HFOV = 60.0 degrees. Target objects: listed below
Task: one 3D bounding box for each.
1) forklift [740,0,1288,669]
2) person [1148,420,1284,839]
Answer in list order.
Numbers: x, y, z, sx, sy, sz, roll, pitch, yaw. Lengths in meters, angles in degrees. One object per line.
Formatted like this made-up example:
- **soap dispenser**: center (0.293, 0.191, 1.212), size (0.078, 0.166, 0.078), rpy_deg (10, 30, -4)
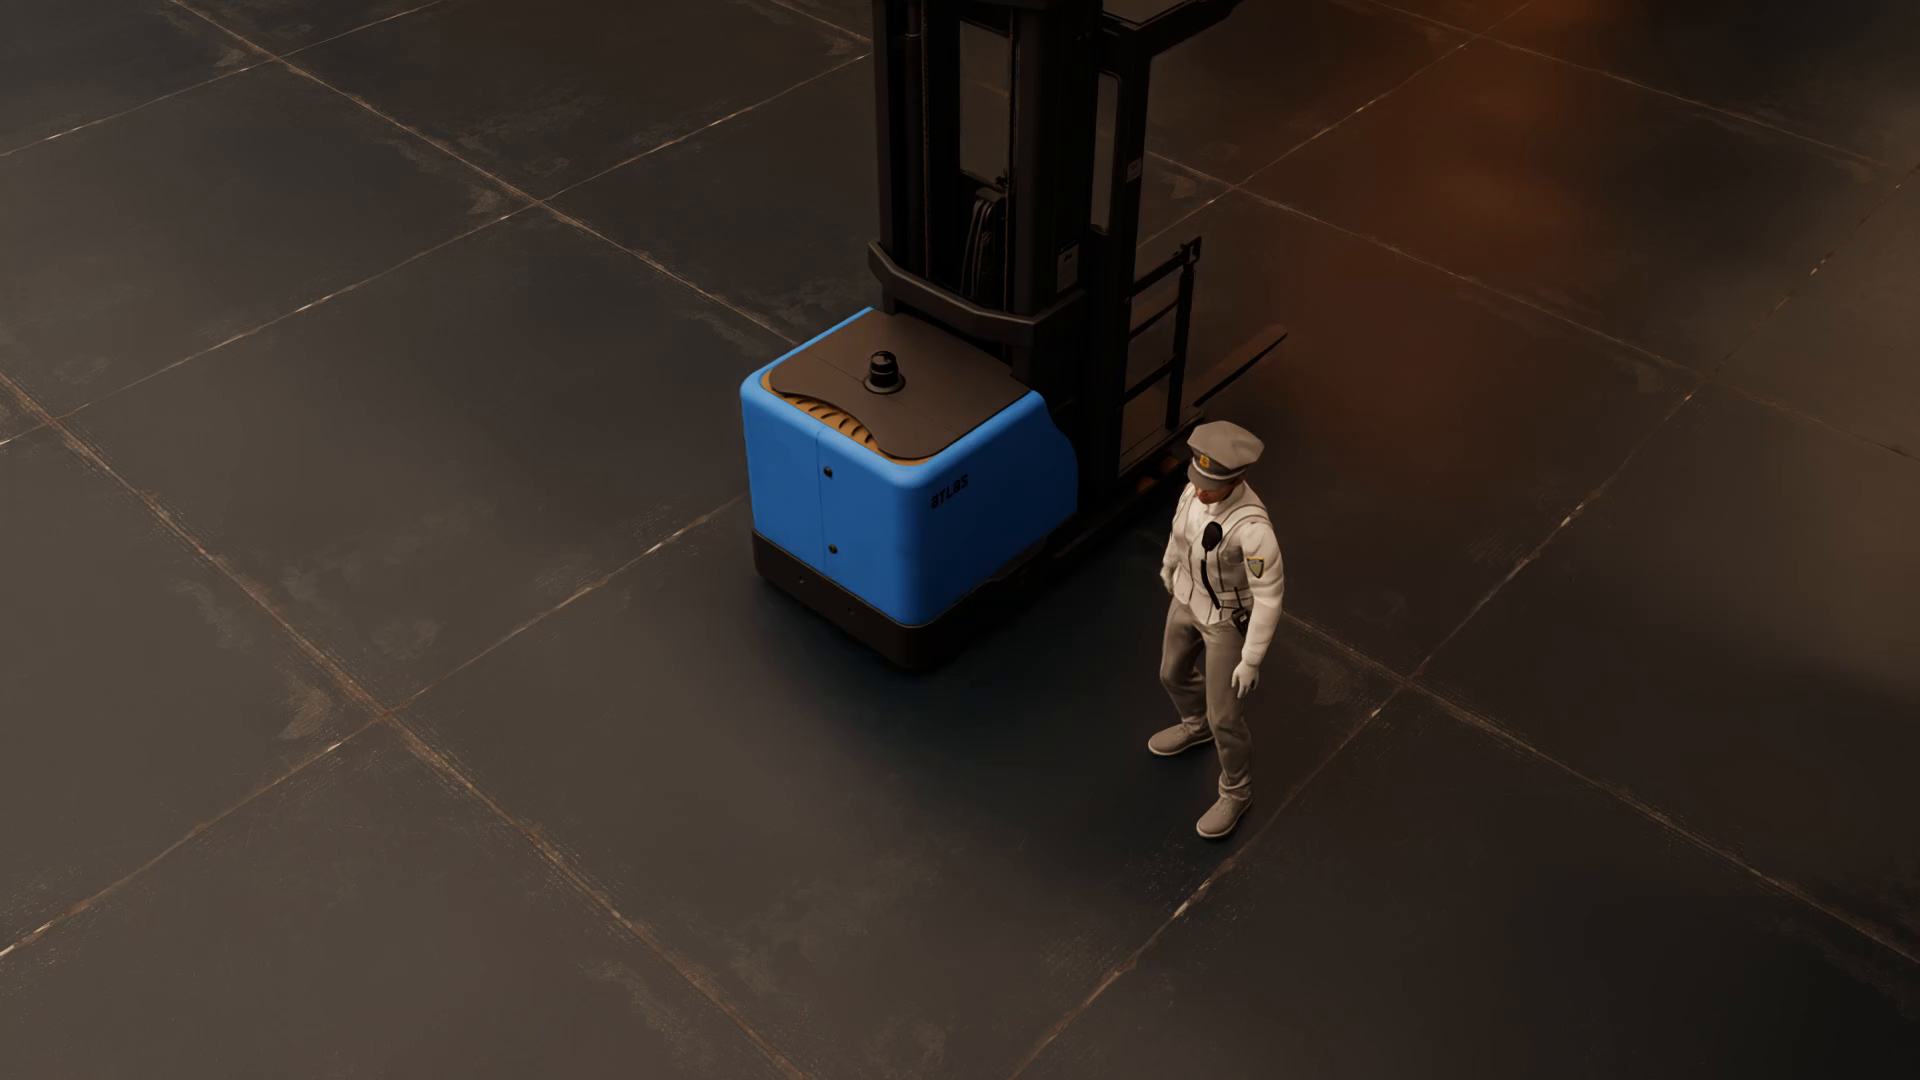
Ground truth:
- **forklift**: center (0.441, -1.450, 7.118), size (1.130, 2.935, 3.031), rpy_deg (30, 49, 31)
- **person**: center (0.929, 0.278, 6.099), size (0.374, 1.641, 0.718), rpy_deg (-20, 44, -22)
